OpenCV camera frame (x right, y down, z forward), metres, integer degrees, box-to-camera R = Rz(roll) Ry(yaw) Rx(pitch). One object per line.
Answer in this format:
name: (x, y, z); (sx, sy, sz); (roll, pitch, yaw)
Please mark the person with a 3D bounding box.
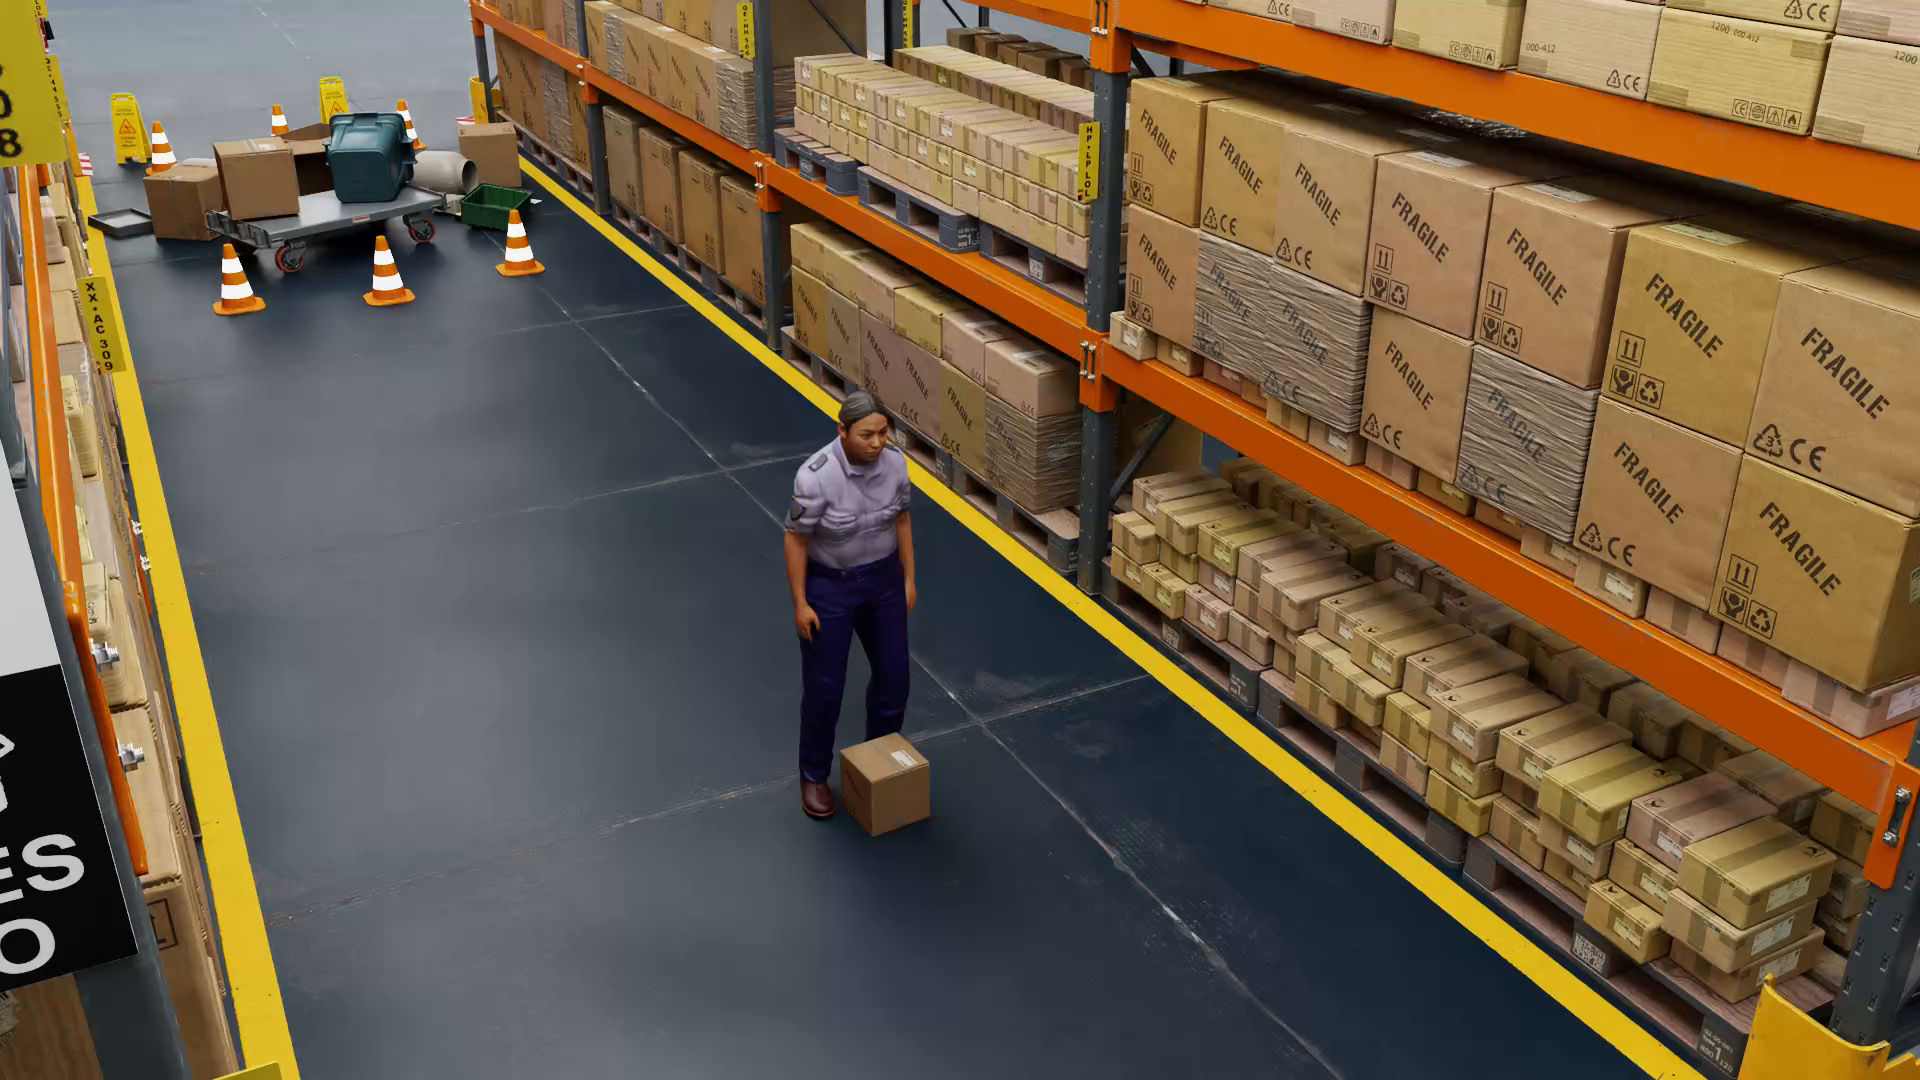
person: (-0.389, 0.216, 6.172); (0.551, 1.650, 0.425); (-14, 29, -27)
